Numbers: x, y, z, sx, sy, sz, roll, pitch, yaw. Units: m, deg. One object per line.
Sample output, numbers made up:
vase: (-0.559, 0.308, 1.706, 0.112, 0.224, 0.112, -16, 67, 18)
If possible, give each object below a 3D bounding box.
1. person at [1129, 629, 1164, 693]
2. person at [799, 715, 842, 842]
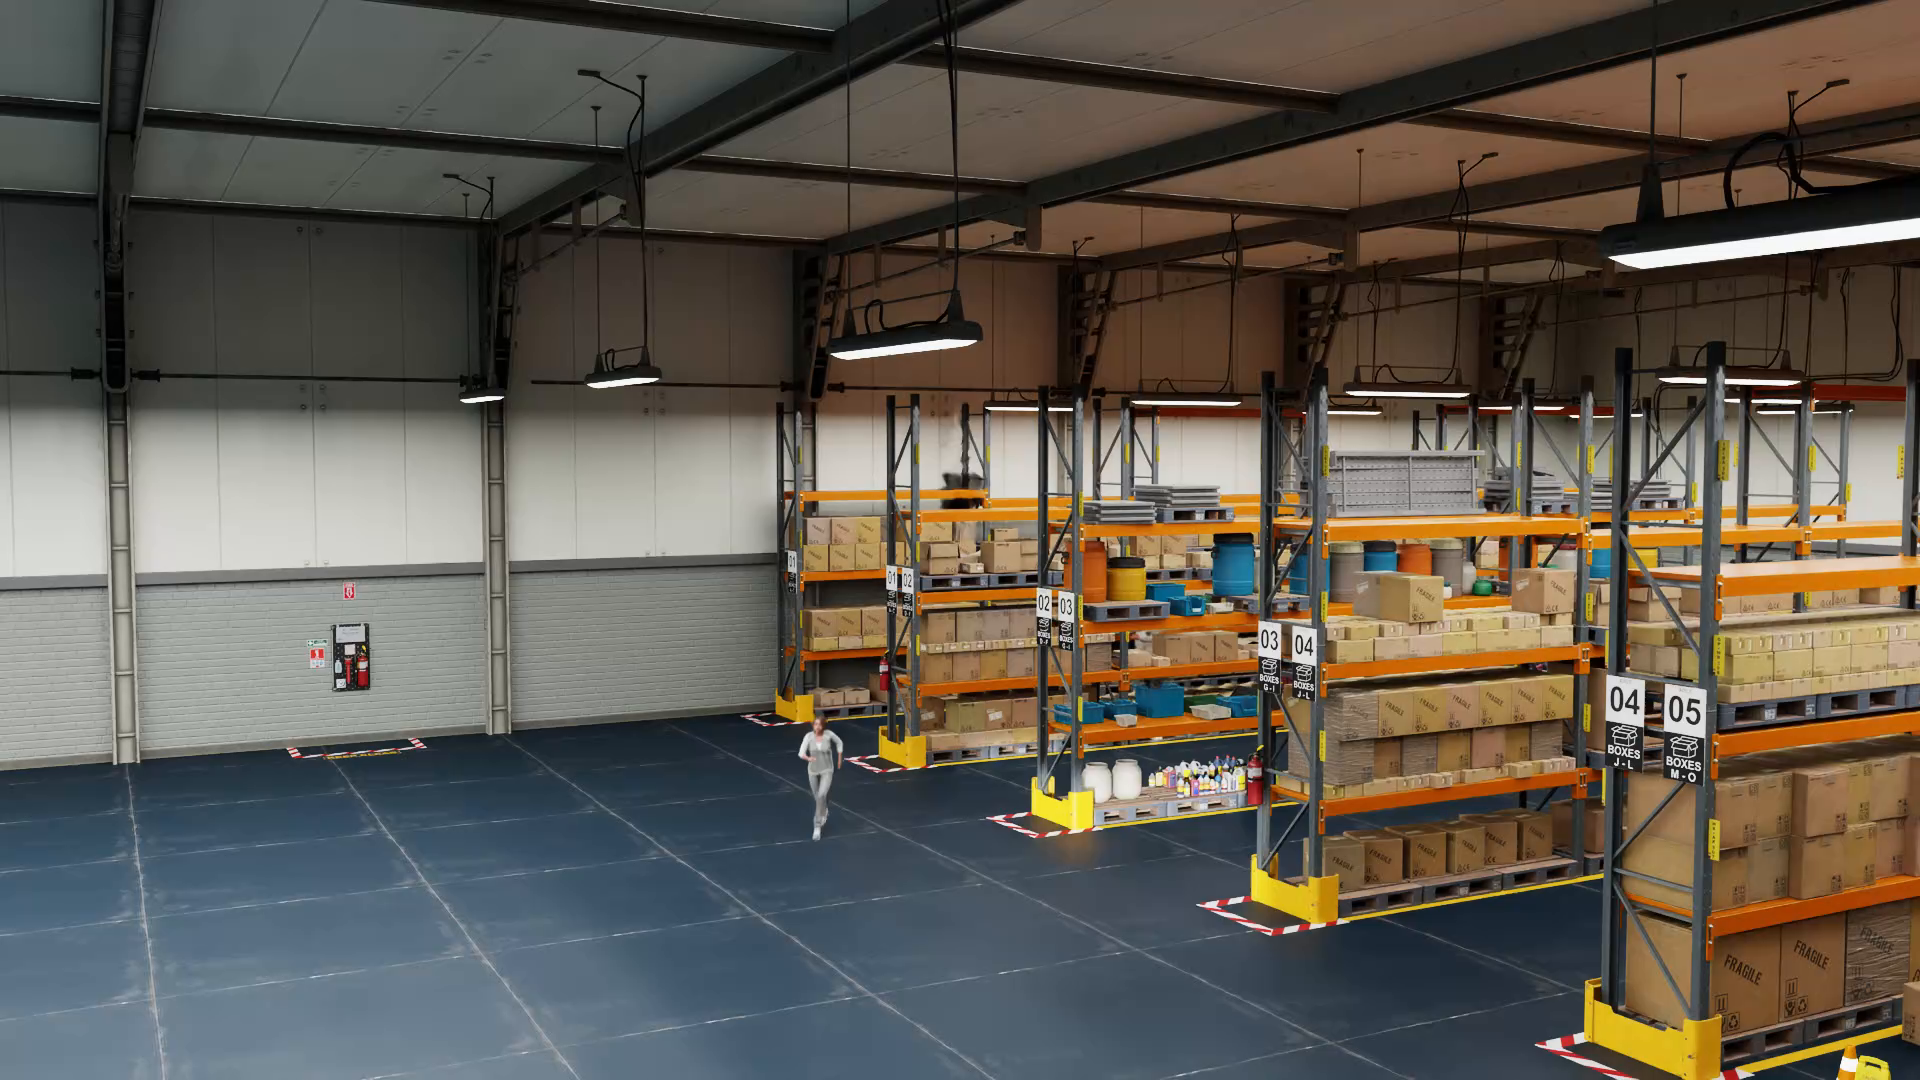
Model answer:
person: (3.550, 2.166, 31.888, 0.849, 1.796, 0.645, -2, 4, -29)
person: (-1.856, 3.117, 22.129, 0.562, 1.619, 0.882, 0, 3, 2)
